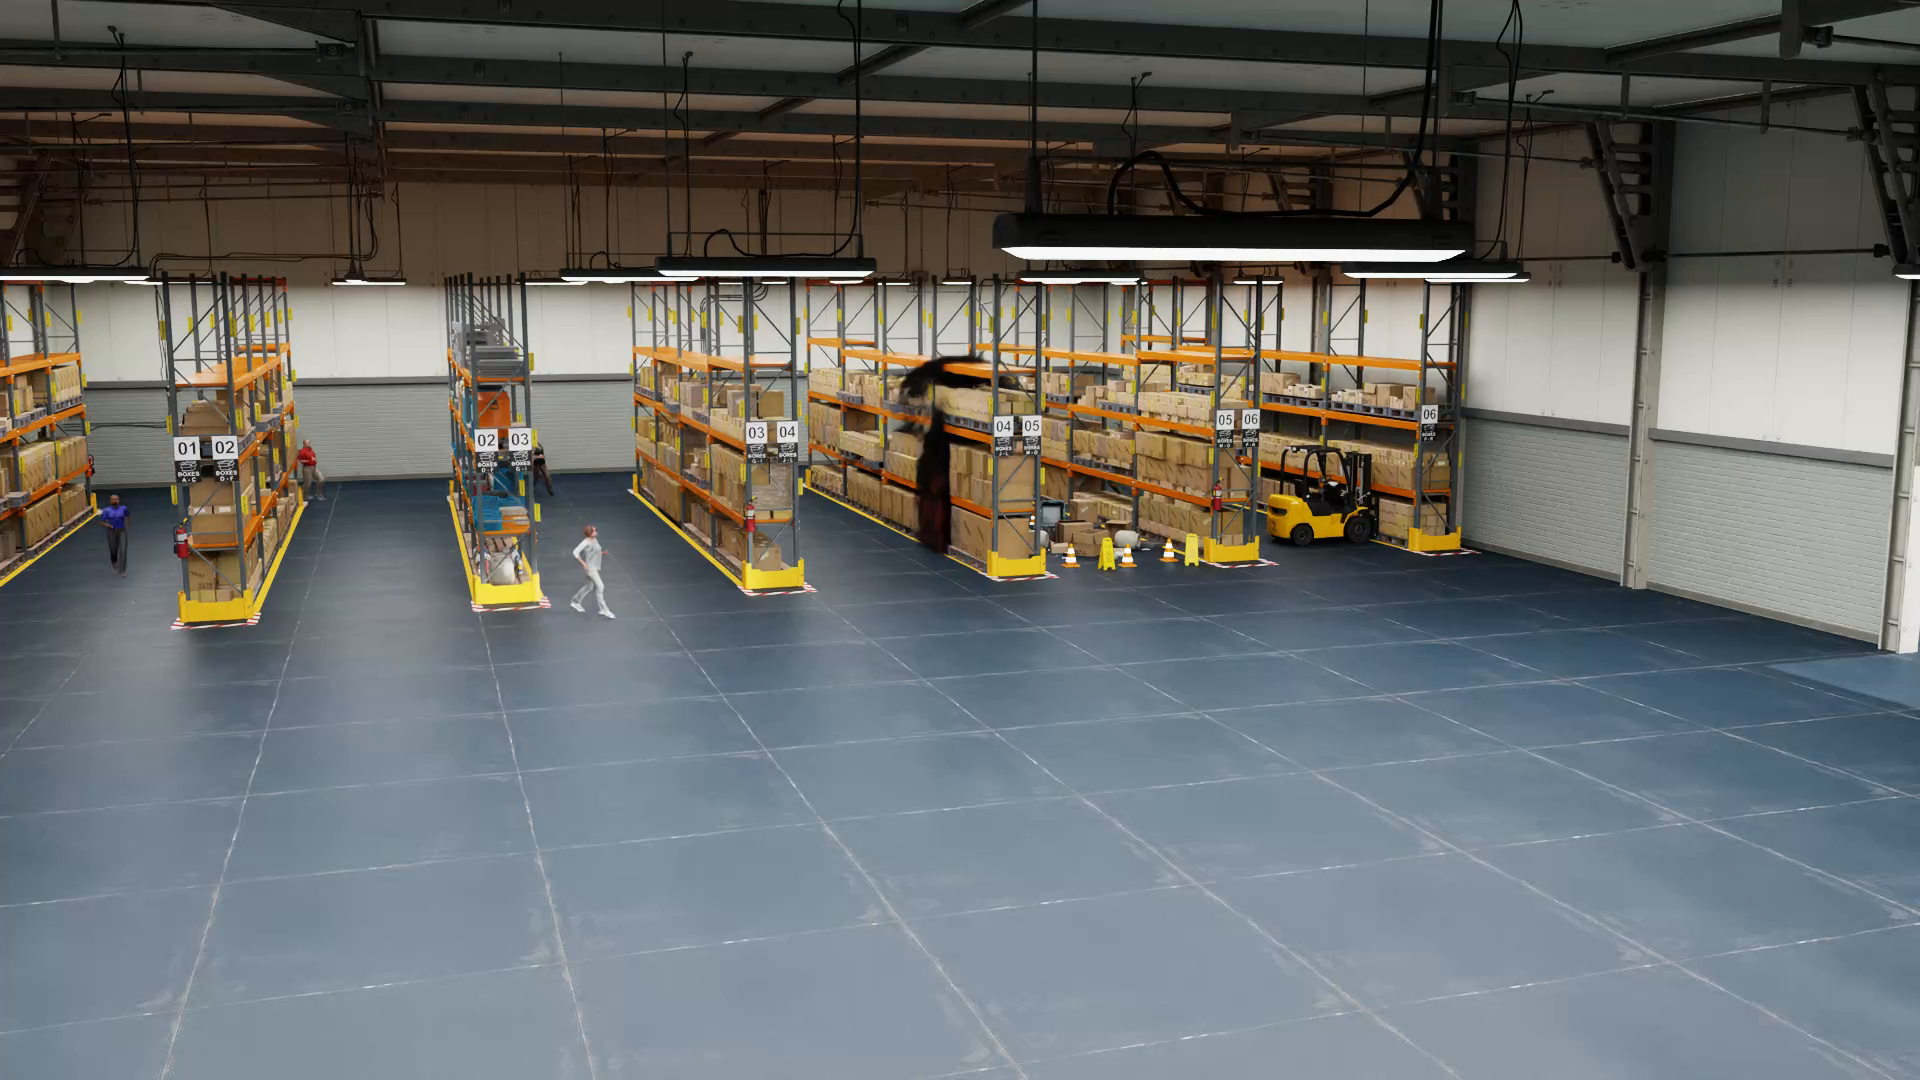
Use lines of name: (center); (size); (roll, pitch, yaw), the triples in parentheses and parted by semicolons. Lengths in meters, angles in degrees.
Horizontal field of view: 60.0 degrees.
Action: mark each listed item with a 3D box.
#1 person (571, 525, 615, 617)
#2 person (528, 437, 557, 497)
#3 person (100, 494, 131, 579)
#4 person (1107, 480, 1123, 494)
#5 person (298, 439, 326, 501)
person: (-6.460, 0.536, 29.114); (0.832, 1.614, 0.525); (1, 9, 6)
person: (-11.704, -2.055, 45.982); (0.905, 1.718, 0.663); (5, 10, 30)
person: (-16.842, -0.098, 33.230); (0.580, 1.653, 0.904); (-5, 10, -32)
person: (4.172, -1.856, 44.439); (0.643, 1.838, 0.760); (-5, 10, -28)
person: (-17.642, -1.859, 44.971); (0.705, 1.765, 0.714); (3, 9, 22)
